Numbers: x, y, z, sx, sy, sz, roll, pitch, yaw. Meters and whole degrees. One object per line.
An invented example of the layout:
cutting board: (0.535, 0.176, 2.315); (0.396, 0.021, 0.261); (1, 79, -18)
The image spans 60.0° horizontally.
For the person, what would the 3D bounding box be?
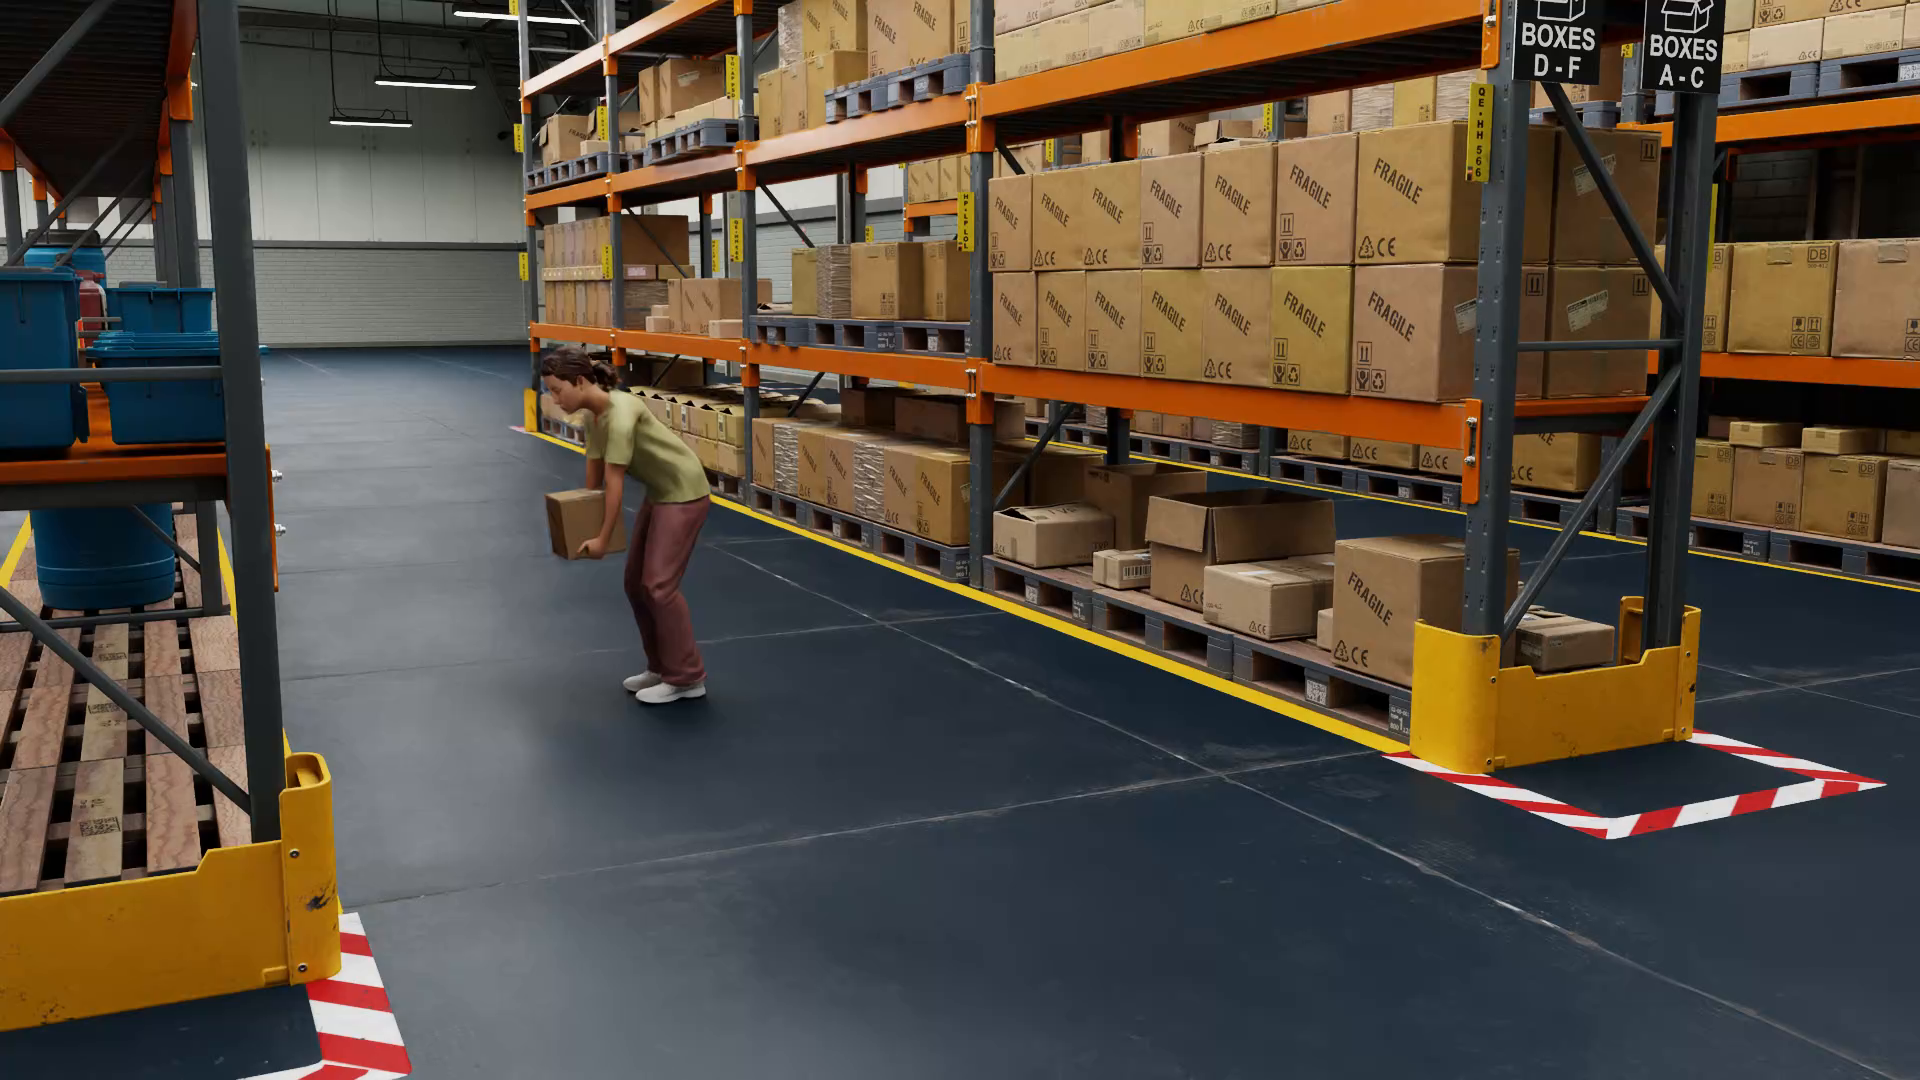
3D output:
person: (-1.381, -0.065, 6.924); (0.685, 1.489, 0.411); (-4, 10, -27)
